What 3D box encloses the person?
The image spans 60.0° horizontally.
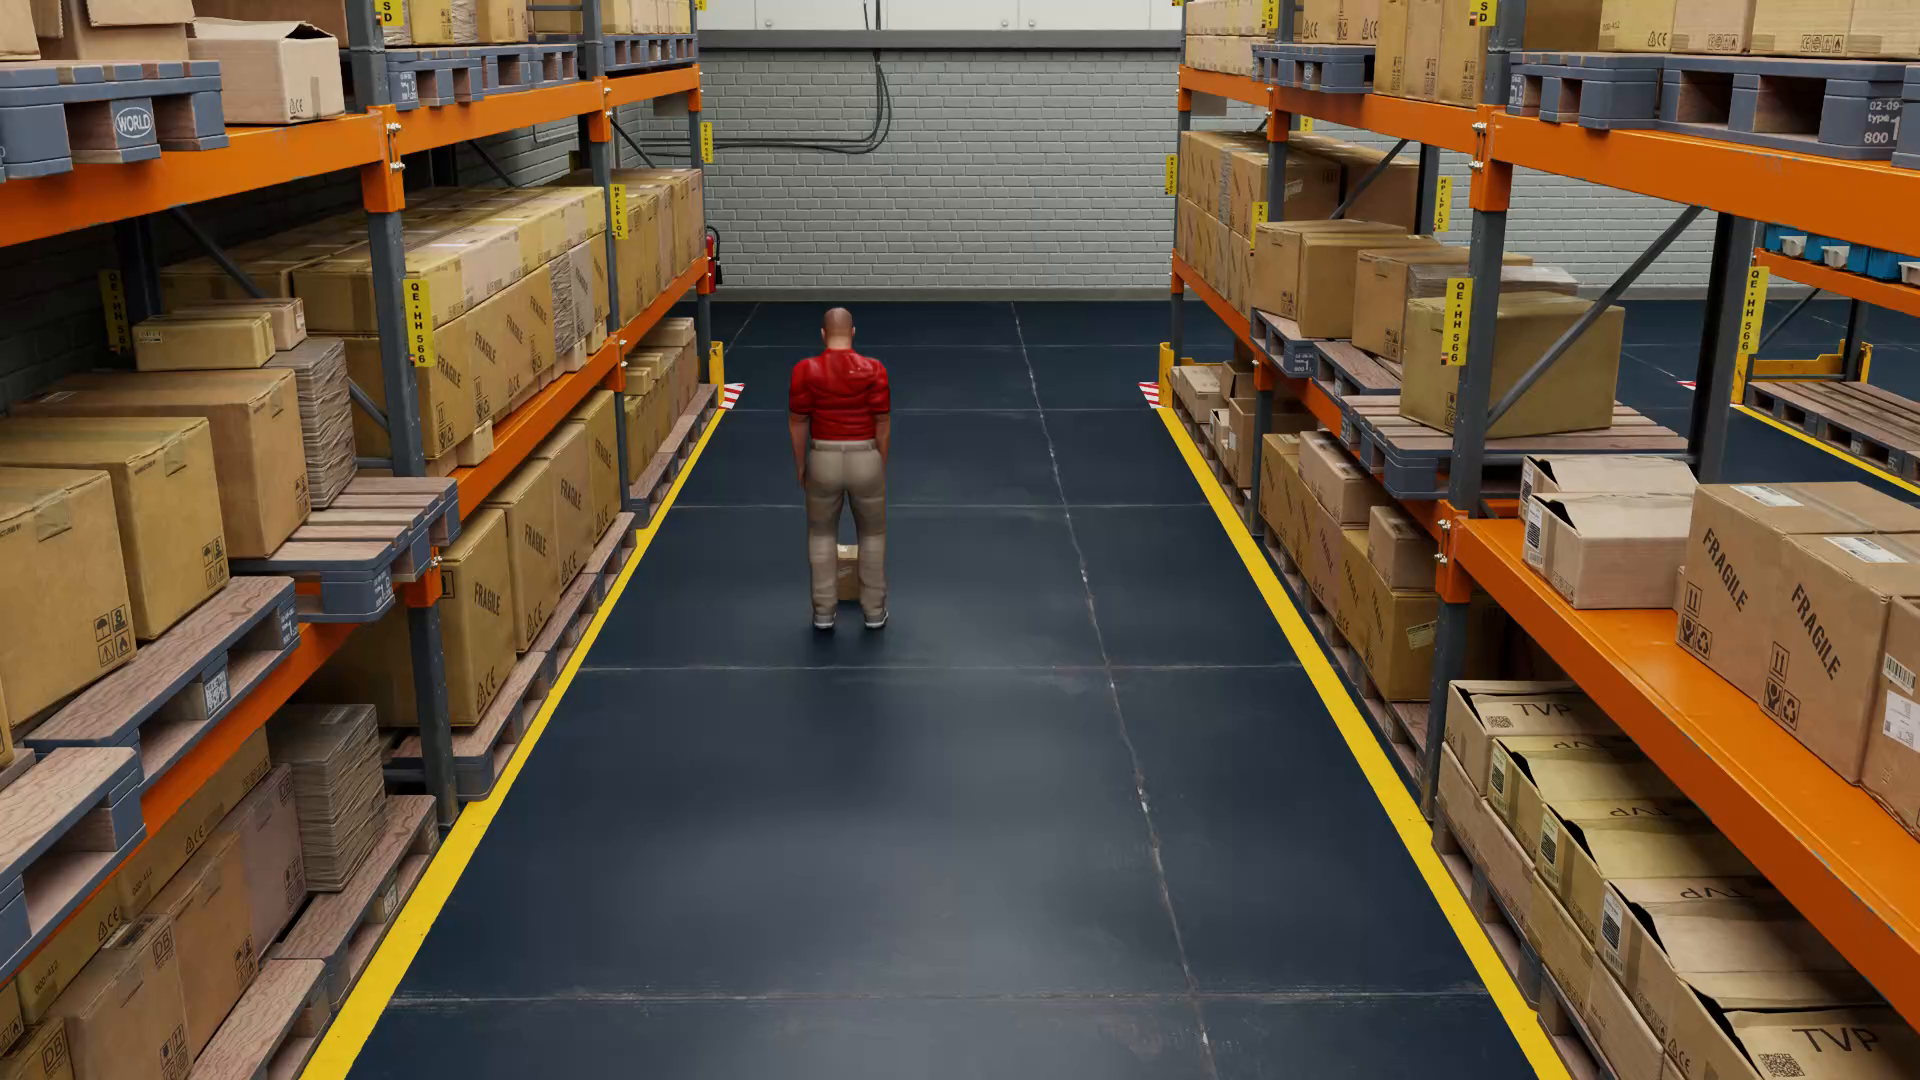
[{"bbox_3d":[-0.629,-0.370,8.817,0.534,1.718,0.359,0,17,0],"label":"person"}]
